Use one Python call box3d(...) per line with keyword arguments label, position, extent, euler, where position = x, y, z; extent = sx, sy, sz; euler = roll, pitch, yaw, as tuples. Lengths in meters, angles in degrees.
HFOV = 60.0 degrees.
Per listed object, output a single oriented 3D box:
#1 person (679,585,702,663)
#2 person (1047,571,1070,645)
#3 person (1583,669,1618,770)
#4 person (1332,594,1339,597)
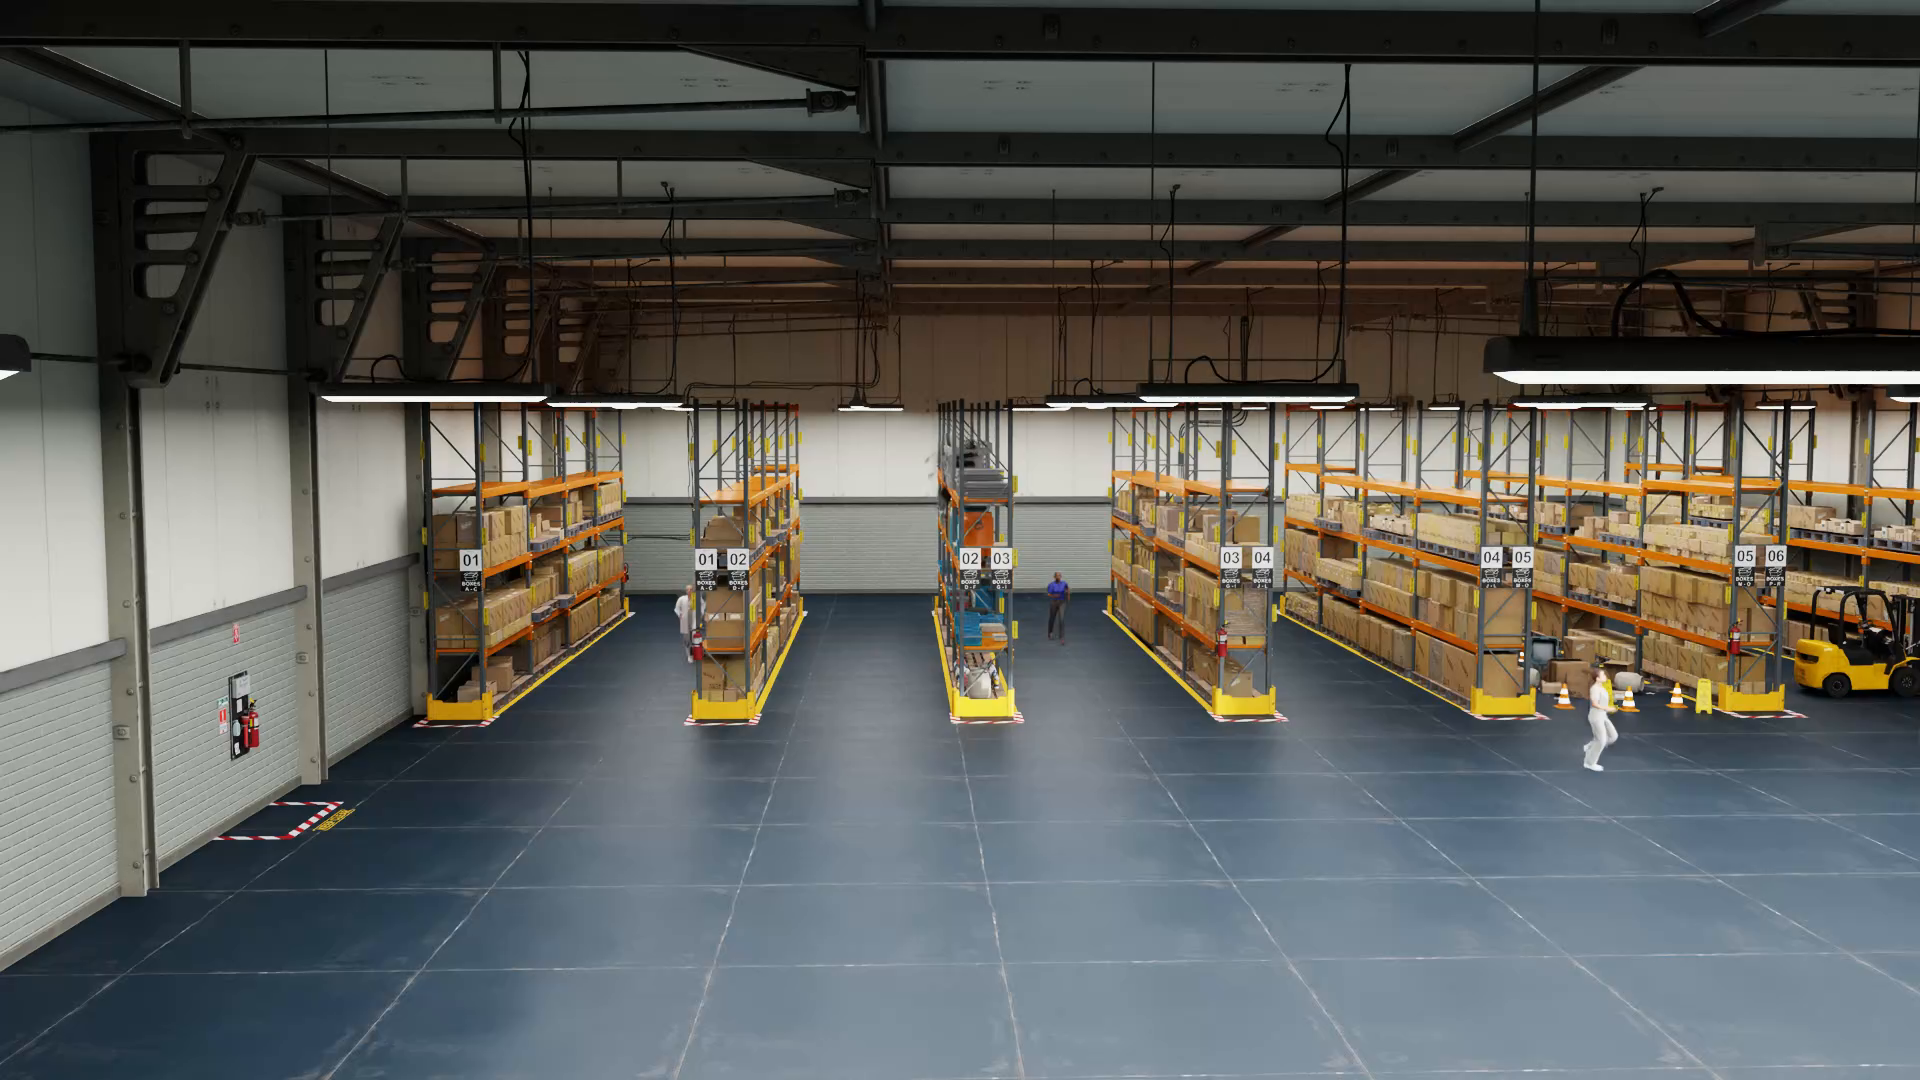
box3d(label="person", position=(-6.252, 2.046, 38.573), extent=(0.673, 1.537, 0.944), euler=(-1, 4, -7))
box3d(label="person", position=(2.340, 1.609, 39.683), extent=(0.587, 1.713, 0.841), euler=(0, 4, -6))
box3d(label="person", position=(10.298, 2.844, 26.681), extent=(0.514, 1.575, 0.612), euler=(3, 5, 31))
box3d(label="person", position=(11.253, 1.168, 49.208), extent=(0.716, 1.712, 0.559), euler=(0, 4, 6))
